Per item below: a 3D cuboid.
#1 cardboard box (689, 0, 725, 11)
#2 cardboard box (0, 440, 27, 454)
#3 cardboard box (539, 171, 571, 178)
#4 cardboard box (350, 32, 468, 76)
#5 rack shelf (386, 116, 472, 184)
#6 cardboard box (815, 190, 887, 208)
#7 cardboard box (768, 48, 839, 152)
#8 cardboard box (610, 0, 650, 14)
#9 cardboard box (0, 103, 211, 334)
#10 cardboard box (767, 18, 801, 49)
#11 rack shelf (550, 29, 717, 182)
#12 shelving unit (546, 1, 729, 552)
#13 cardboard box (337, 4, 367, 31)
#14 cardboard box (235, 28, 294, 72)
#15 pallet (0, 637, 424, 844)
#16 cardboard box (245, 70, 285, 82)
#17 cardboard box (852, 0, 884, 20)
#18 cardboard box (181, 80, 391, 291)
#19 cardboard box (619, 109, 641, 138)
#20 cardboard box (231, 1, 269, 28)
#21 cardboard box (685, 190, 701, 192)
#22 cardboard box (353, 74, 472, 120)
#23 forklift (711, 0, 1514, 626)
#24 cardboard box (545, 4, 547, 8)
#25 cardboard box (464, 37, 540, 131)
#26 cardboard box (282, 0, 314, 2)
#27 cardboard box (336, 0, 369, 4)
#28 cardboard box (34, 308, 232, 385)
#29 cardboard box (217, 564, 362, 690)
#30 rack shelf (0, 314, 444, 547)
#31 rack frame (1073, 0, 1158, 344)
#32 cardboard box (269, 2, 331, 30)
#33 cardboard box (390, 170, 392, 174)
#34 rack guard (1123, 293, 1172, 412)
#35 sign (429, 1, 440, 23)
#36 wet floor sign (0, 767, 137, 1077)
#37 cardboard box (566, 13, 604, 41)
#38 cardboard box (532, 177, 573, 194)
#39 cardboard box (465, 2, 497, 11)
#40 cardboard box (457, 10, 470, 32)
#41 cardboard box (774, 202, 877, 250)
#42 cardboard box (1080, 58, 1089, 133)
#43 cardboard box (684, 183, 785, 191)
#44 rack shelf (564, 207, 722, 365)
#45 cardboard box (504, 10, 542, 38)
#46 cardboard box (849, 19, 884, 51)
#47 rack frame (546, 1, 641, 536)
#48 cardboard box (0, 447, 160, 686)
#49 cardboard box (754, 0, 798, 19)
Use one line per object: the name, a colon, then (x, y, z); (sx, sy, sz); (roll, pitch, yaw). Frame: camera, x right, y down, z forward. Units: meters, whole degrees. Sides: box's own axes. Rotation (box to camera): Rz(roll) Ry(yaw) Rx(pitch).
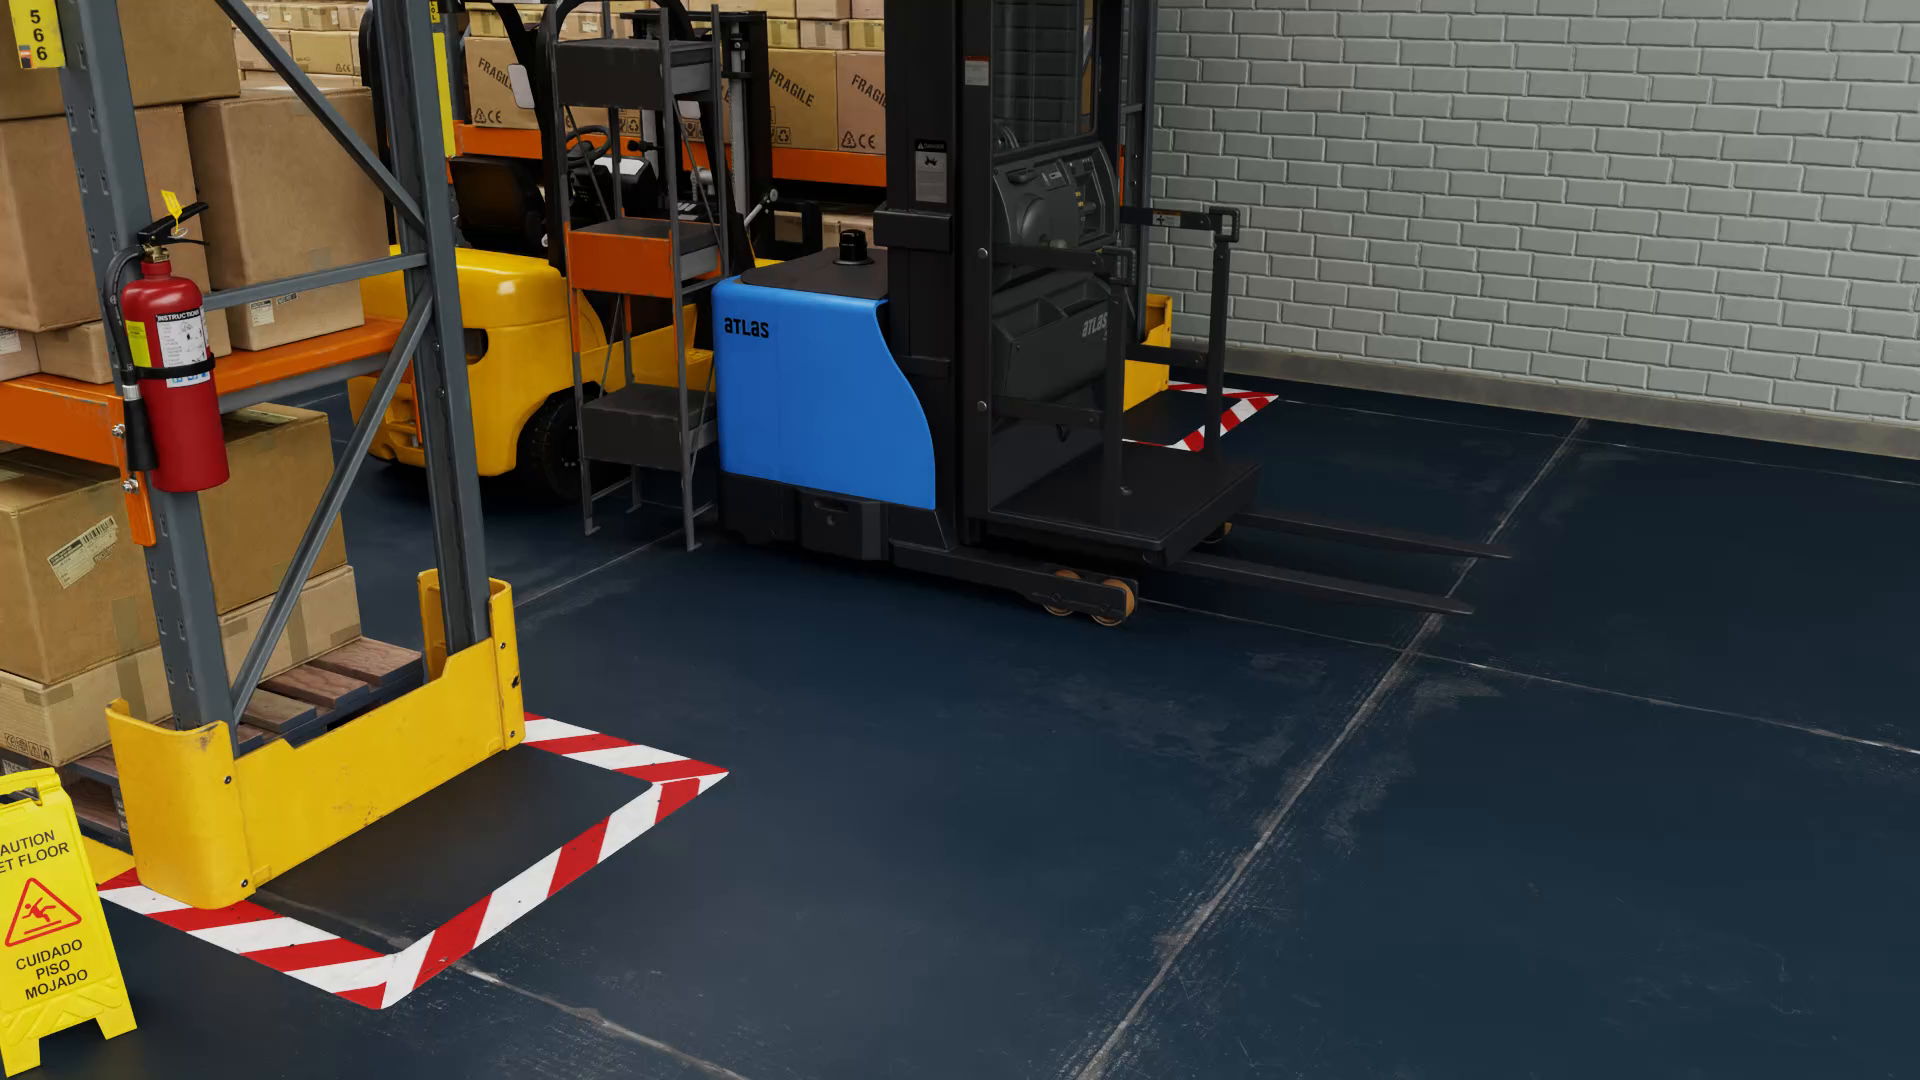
cardboard box: (-1.248, -2.913, 8.962); (0.250, 0.149, 0.380); (11, 23, 28)
cardboard box: (-2.877, -0.304, 4.671); (0.250, 0.149, 0.380); (12, 23, 29)
cardboard box: (-2.248, -2.140, 10.315); (0.500, 0.250, 0.500); (11, 23, 28)
cardboard box: (-3.325, -2.959, 10.111); (0.500, 0.250, 0.500); (10, 22, 26)
rack shelf: (-4.518, -2.783, 11.195); (4.000, 0.370, 1.077); (11, 23, 27)
cardboard box: (-0.476, -1.803, 9.388); (0.500, 0.250, 0.500); (11, 22, 27)
cardboard box: (-0.733, -2.349, 8.794); (0.500, 0.500, 0.500); (10, 22, 26)
cardboard box: (-1.724, -2.975, 9.132); (0.250, 0.149, 0.380); (10, 22, 26)
cardboard box: (-2.305, -0.841, 4.201); (0.500, 0.500, 0.500); (10, 22, 26)
cardboard box: (-0.851, -2.656, 8.691); (0.250, 0.149, 0.380); (11, 23, 28)
rack shelf: (-1.234, -1.678, 6.392); (0.480, 0.518, 0.431); (8, 22, 21)
shelving unit: (-1.239, -1.033, 6.628); (0.503, 2.100, 0.431); (8, 22, 21)
cardboard box: (-3.600, -3.226, 10.260); (0.250, 0.149, 0.380); (11, 23, 27)
cardboard box: (-4.221, -3.129, 10.580); (0.500, 0.250, 0.500); (11, 23, 28)
pallet: (-2.455, 0.507, 5.158); (1.213, 0.211, 1.003); (11, 23, 27)
cardboard box: (-4.199, -2.898, 10.676); (0.500, 0.250, 0.500); (11, 23, 28)
cardboard box: (-0.348, -2.743, 8.494); (0.250, 0.149, 0.380); (11, 23, 28)
cardboard box: (-1.975, -0.994, 4.623); (0.500, 0.500, 0.500); (10, 22, 26)
cardboard box: (-1.606, -2.519, 9.264); (0.500, 0.500, 0.500); (11, 22, 27)
cardboard box: (-4.577, -3.356, 10.621); (0.250, 0.149, 0.380); (10, 22, 26)
cardboard box: (-1.621, -1.823, 9.441); (0.500, 0.250, 0.500); (12, 23, 29)
cardboard box: (-3.339, -2.724, 10.197); (0.500, 0.250, 0.500); (11, 23, 29)
forklift: (0.545, -1.274, 6.079); (3.031, 2.935, 1.130); (11, 23, 27)
cardboard box: (-2.139, -3.083, 9.432); (0.250, 0.149, 0.380); (10, 22, 26)
cardboard box: (-2.512, -2.684, 9.720); (0.500, 0.500, 0.500); (10, 22, 26)
cardboard box: (-4.282, -3.531, 11.102); (0.250, 0.149, 0.380); (11, 23, 28)
cardboard box: (-3.838, -3.451, 10.881); (0.250, 0.149, 0.380); (11, 23, 27)
cardboard box: (-2.128, -0.526, 4.285); (0.250, 0.149, 0.380); (12, 23, 29)
cardboard box: (-2.266, 0.233, 5.240); (0.500, 0.250, 0.500); (11, 22, 27)
rack shelf: (-3.443, -0.640, 5.285); (4.000, 0.370, 1.077); (11, 23, 27)
rack frame: (0.721, -2.124, 8.321); (0.127, 3.000, 1.000); (11, 23, 27)
cardboard box: (-4.093, -3.292, 10.444); (0.250, 0.149, 0.380); (10, 22, 26)
cardboard box: (-3.906, -2.085, 11.080); (0.625, 0.625, 0.875); (11, 22, 27)
rack guard: (0.741, -0.945, 8.736); (0.348, 0.500, 1.175); (11, 23, 27)
sign: (-3.028, -3.133, 9.521); (0.005, 0.325, 0.100); (11, 23, 27)
wet floor sign: (-2.053, 0.811, 3.682); (0.267, 0.644, 0.232); (-16, 26, -38)
cardboard box: (-1.974, -2.869, 9.277); (0.250, 0.149, 0.380); (11, 23, 28)
cardboard box: (-2.502, -1.990, 9.902); (0.500, 0.250, 0.500); (10, 22, 26)
cardboard box: (-2.638, -3.139, 9.587); (0.250, 0.149, 0.380); (11, 23, 28)
cardboard box: (-3.178, -3.132, 10.002); (0.250, 0.149, 0.380); (12, 23, 29)
cardboard box: (-0.728, -1.647, 8.955); (0.500, 0.250, 0.500); (11, 23, 28)
cardboard box: (0.423, -2.336, 8.759); (0.500, 0.500, 0.500); (12, 23, 29)
cardboard box: (-1.363, -1.972, 9.852); (0.500, 0.250, 0.500); (11, 23, 28)
rack shelf: (-1.240, -1.021, 6.633); (0.480, 0.518, 0.431); (8, 22, 21)
cardboard box: (-2.395, -2.967, 9.548); (0.250, 0.149, 0.380); (11, 23, 29)
cardboard box: (-0.364, -2.590, 8.507); (0.250, 0.149, 0.380); (11, 22, 27)
rack frame: (-1.465, -1.067, 6.714); (0.015, 2.100, 0.400); (8, 22, 21)
cardboard box: (-2.524, 0.042, 4.668); (0.500, 0.500, 0.500); (11, 23, 28)
cardboard box: (-0.858, -2.795, 8.637); (0.250, 0.149, 0.380); (11, 23, 28)
